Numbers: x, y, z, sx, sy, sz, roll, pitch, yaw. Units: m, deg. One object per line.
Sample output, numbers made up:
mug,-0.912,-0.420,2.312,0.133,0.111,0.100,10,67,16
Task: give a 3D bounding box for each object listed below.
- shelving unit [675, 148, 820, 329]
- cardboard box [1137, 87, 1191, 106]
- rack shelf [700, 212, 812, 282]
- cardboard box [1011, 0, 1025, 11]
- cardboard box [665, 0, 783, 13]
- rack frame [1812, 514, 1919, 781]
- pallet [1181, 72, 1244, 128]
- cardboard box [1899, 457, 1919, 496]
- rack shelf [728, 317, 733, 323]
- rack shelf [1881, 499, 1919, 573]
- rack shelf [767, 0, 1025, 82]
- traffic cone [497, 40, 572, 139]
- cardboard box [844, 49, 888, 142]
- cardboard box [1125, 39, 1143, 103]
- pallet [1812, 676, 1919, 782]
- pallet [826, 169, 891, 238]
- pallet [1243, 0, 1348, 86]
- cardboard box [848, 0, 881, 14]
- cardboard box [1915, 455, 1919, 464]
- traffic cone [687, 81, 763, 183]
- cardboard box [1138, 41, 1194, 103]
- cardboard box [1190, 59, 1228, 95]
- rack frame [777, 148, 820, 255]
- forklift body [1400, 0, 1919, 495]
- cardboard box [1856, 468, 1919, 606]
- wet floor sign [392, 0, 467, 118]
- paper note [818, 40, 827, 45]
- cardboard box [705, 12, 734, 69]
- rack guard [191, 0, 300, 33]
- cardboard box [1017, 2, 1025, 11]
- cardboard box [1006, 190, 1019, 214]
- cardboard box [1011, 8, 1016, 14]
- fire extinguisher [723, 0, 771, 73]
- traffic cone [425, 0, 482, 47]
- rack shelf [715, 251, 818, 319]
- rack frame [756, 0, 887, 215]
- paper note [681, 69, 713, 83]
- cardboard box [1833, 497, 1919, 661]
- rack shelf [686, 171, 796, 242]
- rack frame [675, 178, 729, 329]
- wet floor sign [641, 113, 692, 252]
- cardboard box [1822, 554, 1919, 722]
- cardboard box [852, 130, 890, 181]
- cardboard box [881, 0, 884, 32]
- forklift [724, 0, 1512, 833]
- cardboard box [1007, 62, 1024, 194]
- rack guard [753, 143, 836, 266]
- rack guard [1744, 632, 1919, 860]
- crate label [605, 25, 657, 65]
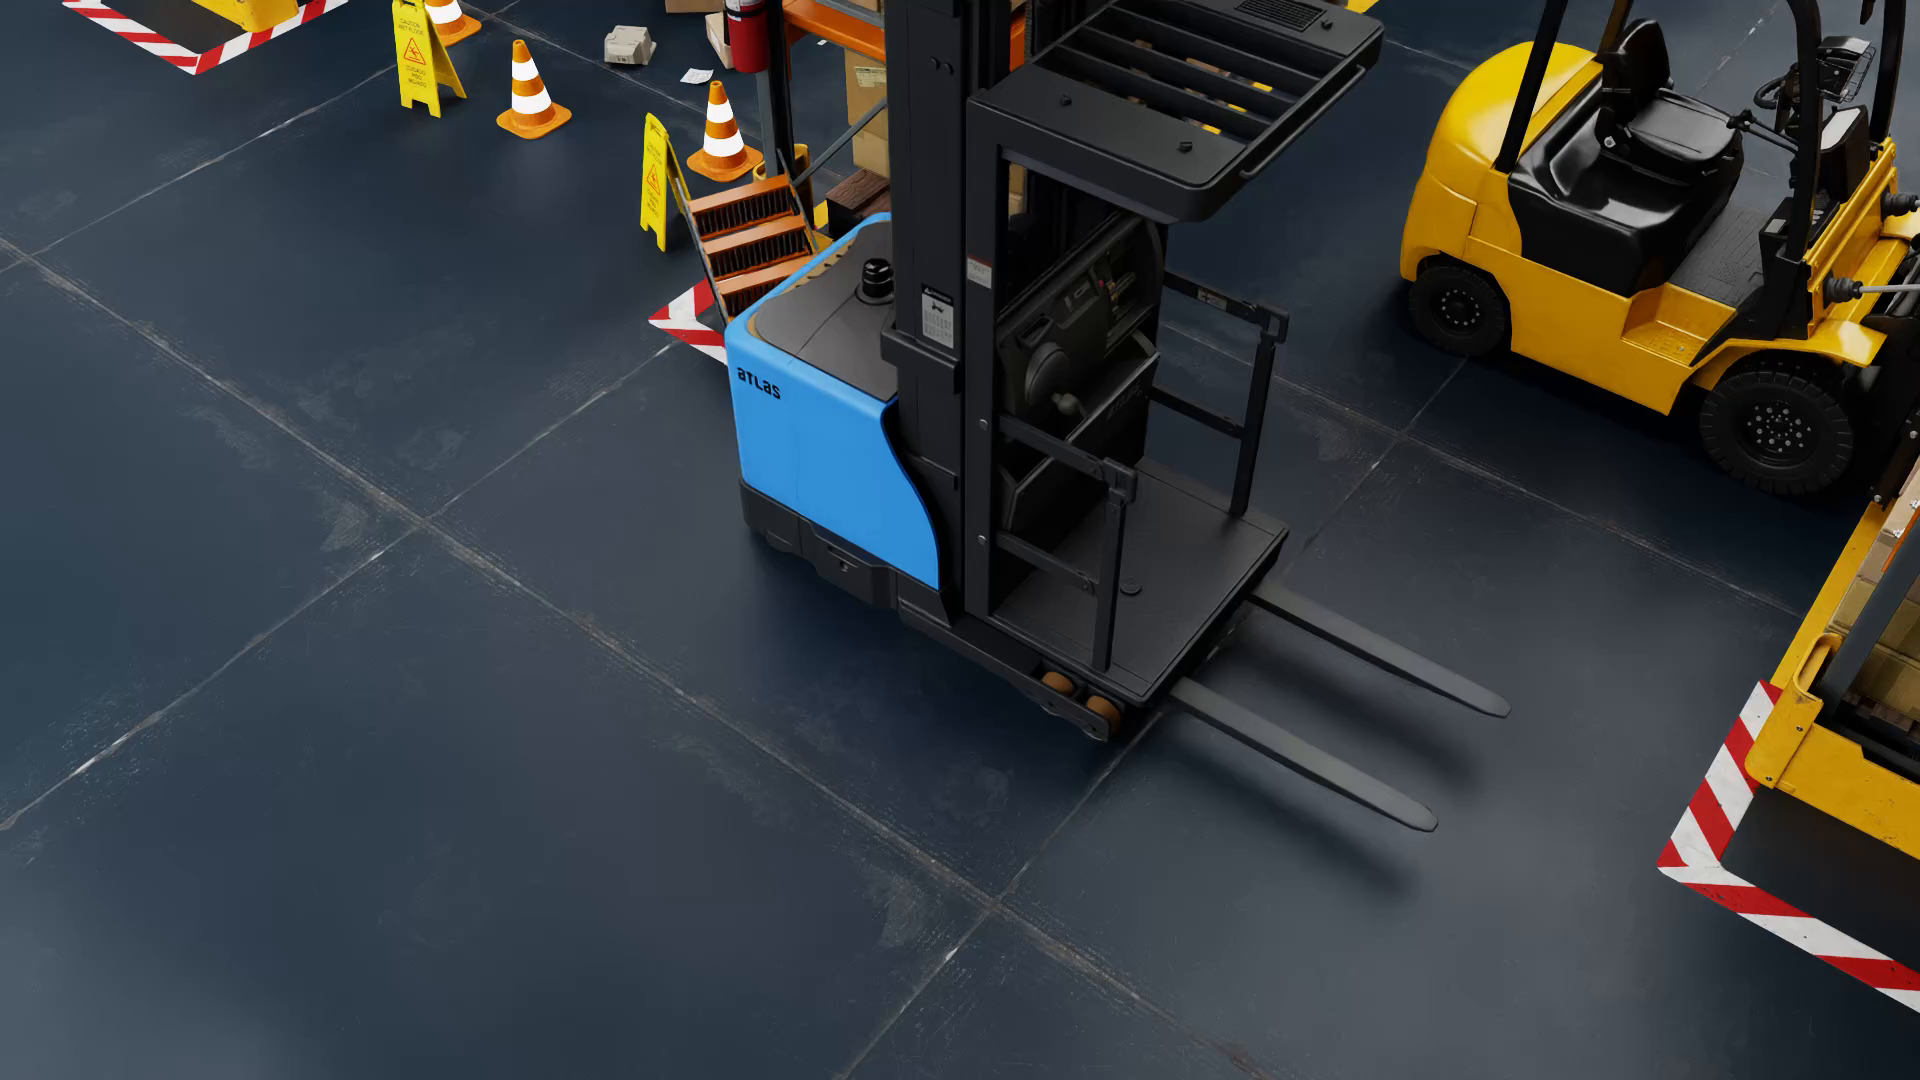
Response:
shelving unit,-0.865,-1.167,7.533,0.503,0.258,1.200,-18,68,-8
cardboard box,0.865,-2.373,8.718,0.500,0.250,0.500,33,54,27
rack shelf,-0.918,-1.302,7.591,0.480,0.258,0.148,-18,68,-8
cardboard box,0.020,-2.518,6.971,0.500,0.500,0.500,28,53,24
cardboard box,-1.419,-3.494,9.904,0.797,0.503,0.637,-2,46,-2
rack frame,3.441,-0.040,4.878,1.000,3.000,0.127,29,53,25
pallet,0.828,-2.457,9.115,1.003,0.211,1.213,29,53,25
cardboard box,3.783,-0.277,6.024,0.500,0.250,0.500,30,53,26
rack shelf,-0.774,-0.938,7.434,0.480,0.258,0.148,-18,68,-8
rack shelf,4.664,-0.936,6.232,1.077,0.370,4.000,29,53,25
rack shelf,0.734,-3.128,8.326,1.077,0.370,4.000,29,53,25
traffic cone,-2.333,-2.468,8.953,0.336,0.463,0.334,29,53,25
cardboard box,-0.206,-2.260,8.092,0.500,0.500,0.500,30,53,25
cardboard box,0.553,-2.341,8.169,0.500,0.500,0.500,27,52,24
pallet,3.876,0.467,6.322,1.003,0.211,1.213,29,53,25
pallet,0.082,-1.762,8.451,1.003,0.211,1.213,29,53,25
pallet,1.574,-3.158,9.785,1.003,0.211,1.213,29,53,25
cardboard box,-0.430,-2.454,7.358,0.380,0.149,0.250,31,54,26
cardboard box,4.105,-0.411,6.499,0.500,0.250,0.500,28,52,24
traffic cone,-1.247,-2.172,8.670,0.336,0.463,0.334,29,53,25
cardboard box,0.866,-2.624,8.439,0.500,0.500,0.500,30,53,26
cardboard box,1.176,-2.661,8.993,0.500,0.250,0.500,30,53,26
rack frame,-0.635,-1.243,7.569,0.015,0.240,1.200,-18,68,-8
forklift body,3.157,-1.638,6.992,2.313,2.155,1.214,29,53,25
cardboard box,3.476,0.018,5.743,0.500,0.250,0.500,31,54,26
wet floor sign,-2.919,-2.657,9.007,0.267,0.644,0.232,21,50,19
paper note,-0.779,-2.915,9.692,0.032,0.001,0.123,29,53,25
cardboard box,-1.287,-2.890,9.572,0.250,0.149,0.380,-17,49,-15
rack guard,-4.483,-3.485,9.898,1.175,0.500,0.348,29,53,25
cardboard box,0.252,-2.515,7.416,0.380,0.149,0.250,28,52,24
cardboard box,0.223,-1.767,8.139,0.500,0.250,0.500,29,53,25
cardboard box,0.025,-2.399,7.306,0.380,0.149,0.250,30,53,26
fire extinguisher,-0.924,-2.344,7.132,0.296,0.674,0.183,29,53,25
traffic cone,-3.020,-3.162,9.616,0.336,0.463,0.334,29,53,25
rack shelf,-0.842,-1.109,7.508,0.480,0.258,0.148,-18,68,-8
rack frame,-0.489,-2.232,6.972,1.000,3.000,0.127,29,53,25
paper note,-1.486,-2.627,9.403,0.148,0.019,0.142,13,48,12
cardboard box,3.491,0.176,5.938,0.500,0.250,0.500,29,53,25
rack shelf,-0.999,-1.506,7.679,0.480,0.258,0.148,-18,68,-8
rack frame,-1.094,-1.092,7.497,0.015,0.240,1.200,-18,68,-8
wet floor sign,-1.452,-1.783,8.172,0.232,0.644,0.267,-25,51,-22
cardboard box,3.478,0.356,6.111,0.500,0.250,0.500,30,53,25
cardboard box,-0.193,-2.023,8.383,0.500,0.250,0.500,29,53,25
cardboard box,-0.118,-2.248,7.162,0.380,0.149,0.250,29,53,25
forklift,0.587,-0.708,5.564,3.031,2.935,1.130,28,52,24
cardboard box,0.237,-2.039,7.881,0.500,0.500,0.500,28,52,24
rack guard,-0.443,-1.412,7.918,1.175,0.500,0.348,29,53,25
rack guard,3.426,0.837,5.769,1.175,0.500,0.348,29,53,25
crate label,-1.902,-2.833,9.526,0.250,0.136,0.298,6,47,5
